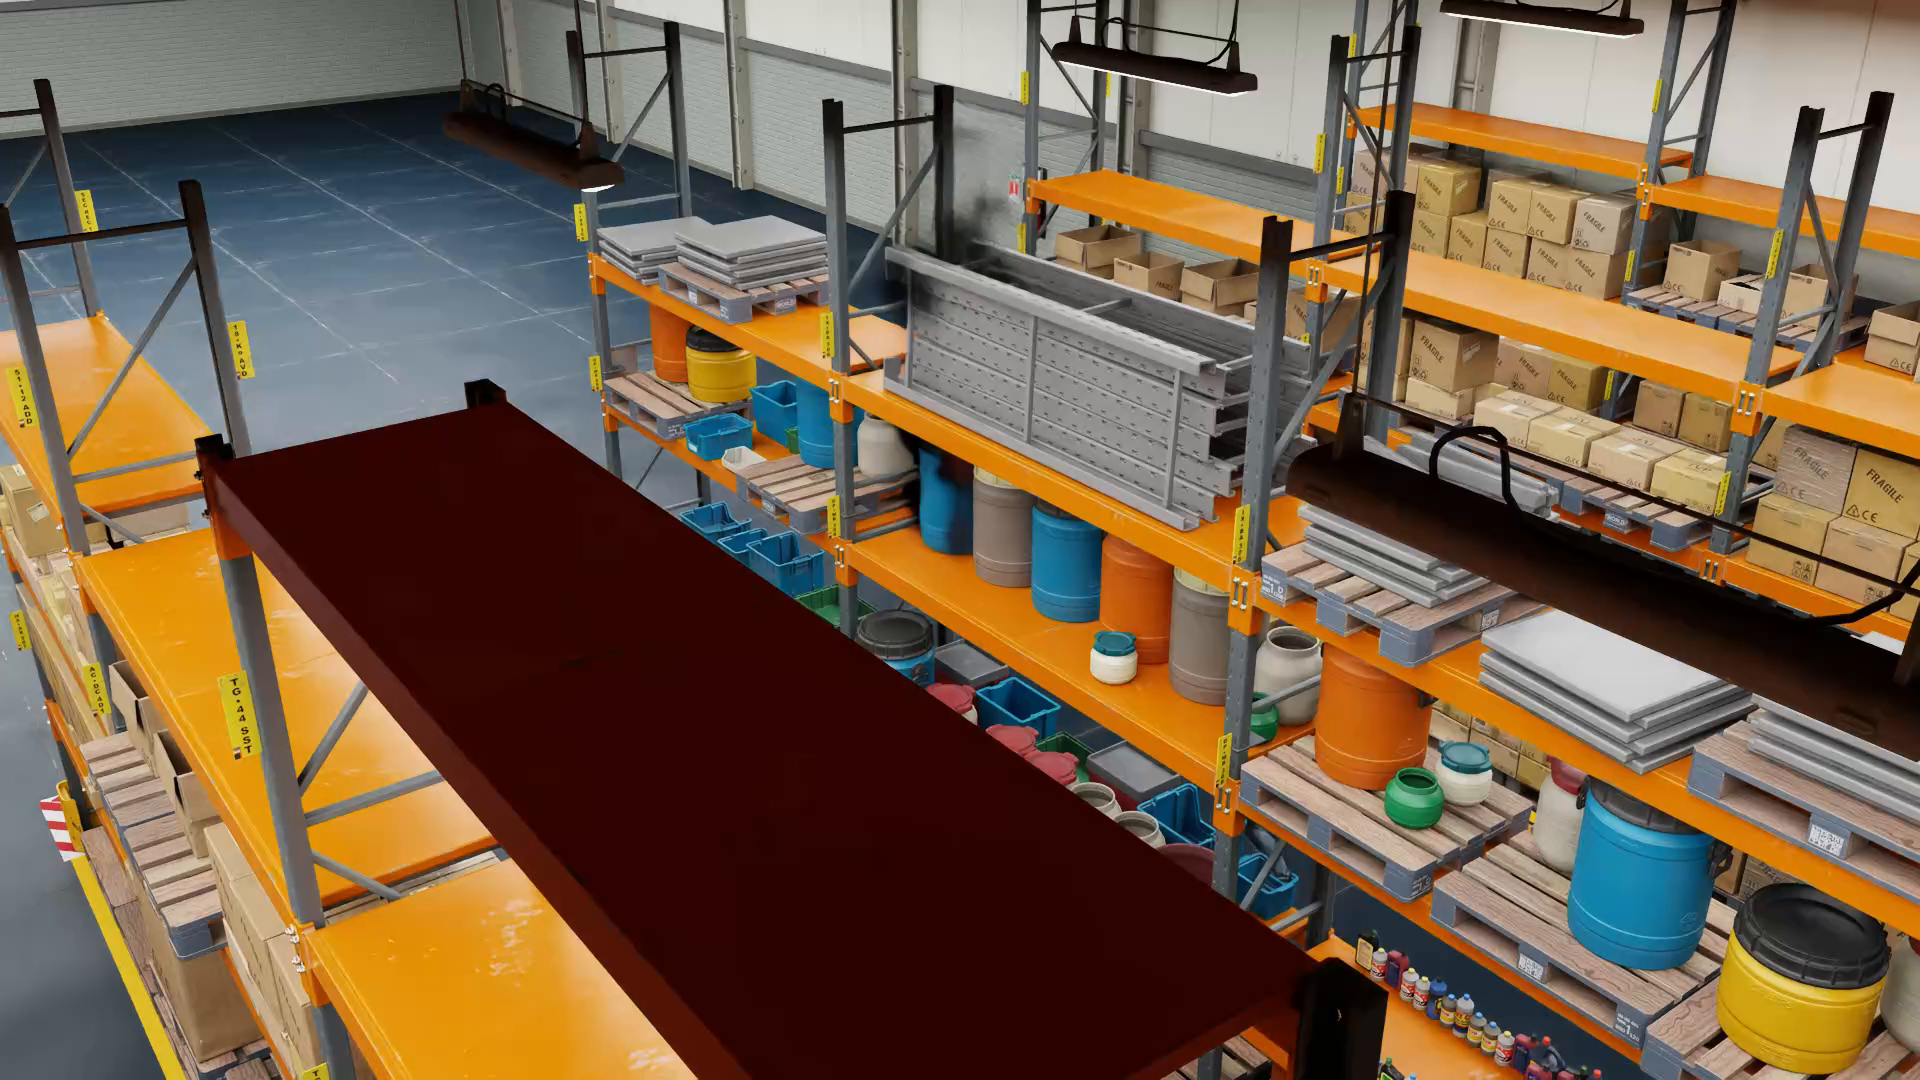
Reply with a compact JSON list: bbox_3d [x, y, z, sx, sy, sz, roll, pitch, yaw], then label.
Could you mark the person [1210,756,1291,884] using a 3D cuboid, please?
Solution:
[{"bbox_3d":[2.179,1.911,12.667,0.917,1.765,0.701,21,32,38],"label":"person"}]
